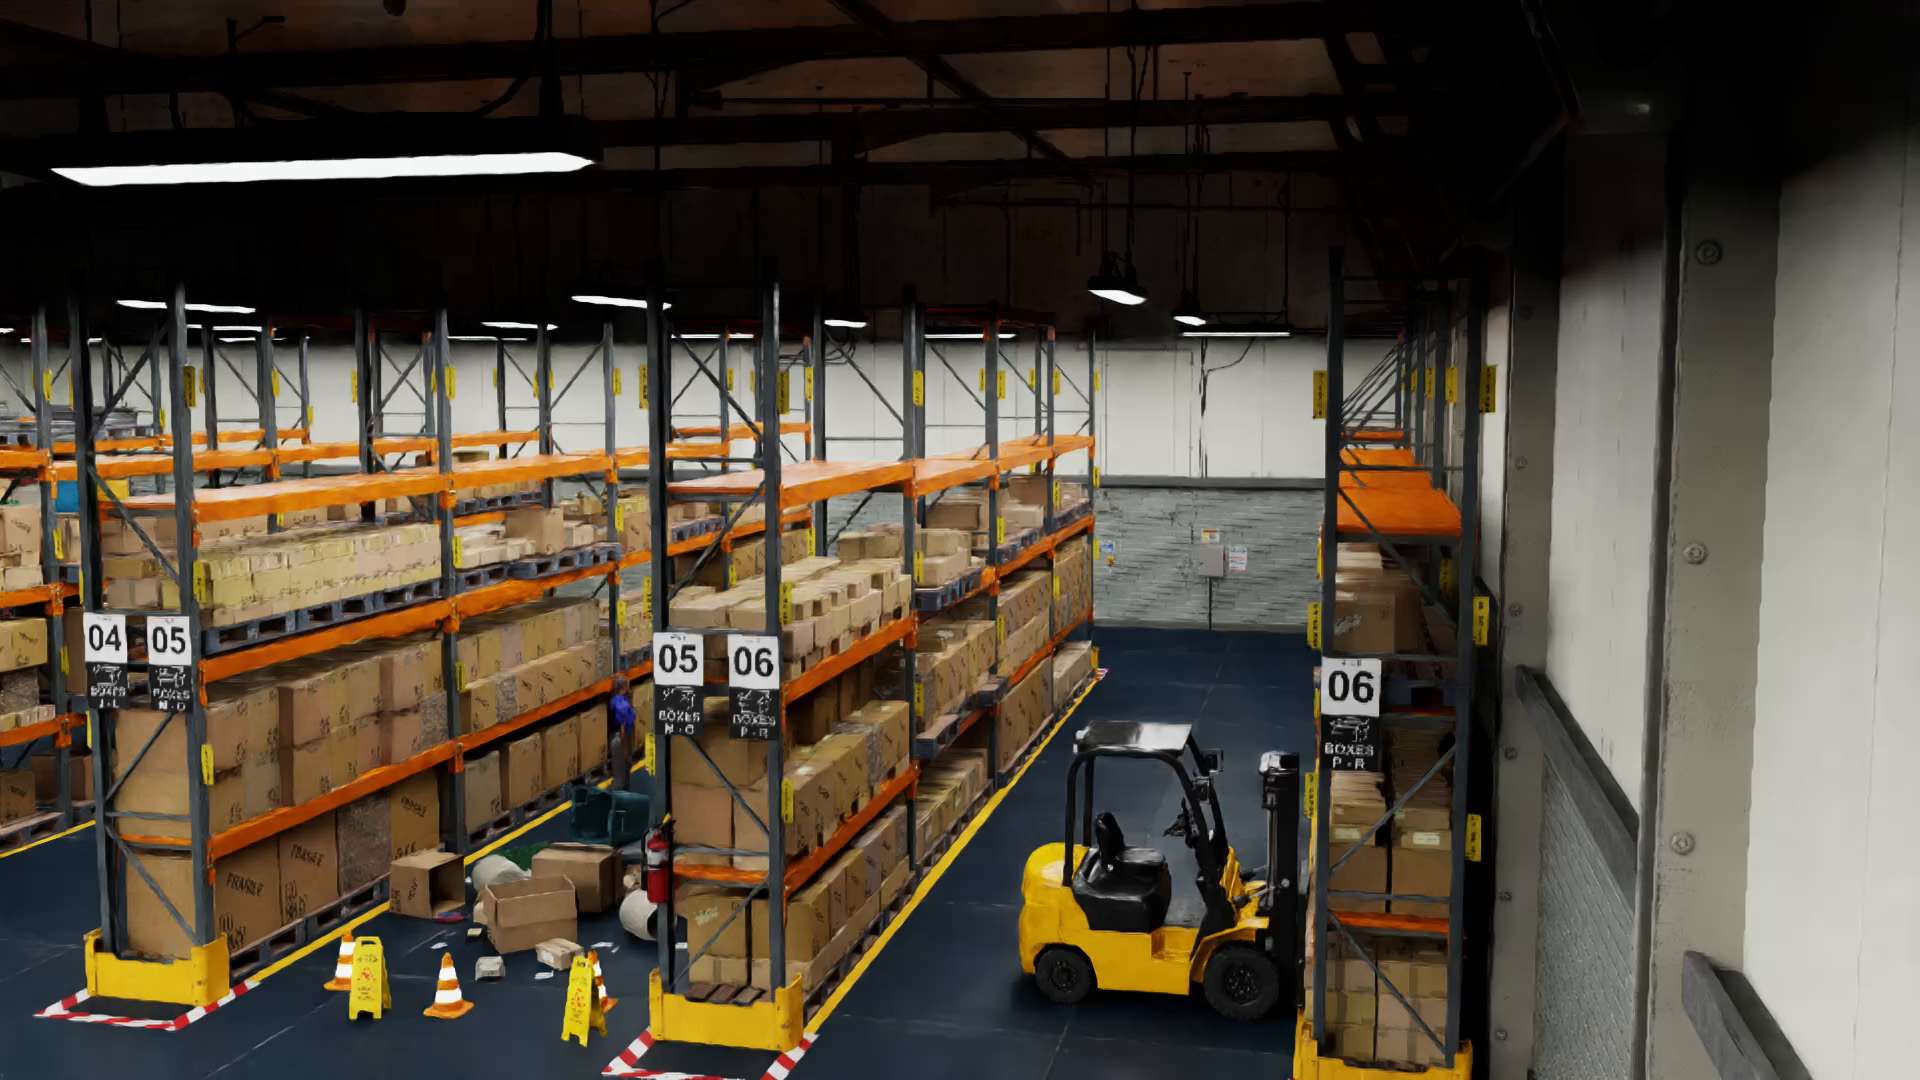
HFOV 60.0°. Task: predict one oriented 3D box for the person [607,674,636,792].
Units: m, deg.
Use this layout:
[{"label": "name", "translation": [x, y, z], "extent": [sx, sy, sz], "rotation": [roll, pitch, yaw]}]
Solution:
[{"label": "person", "translation": [-3.890, 2.386, 19.298], "extent": [0.414, 1.655, 0.507], "rotation": [-2, 6, -17]}]
